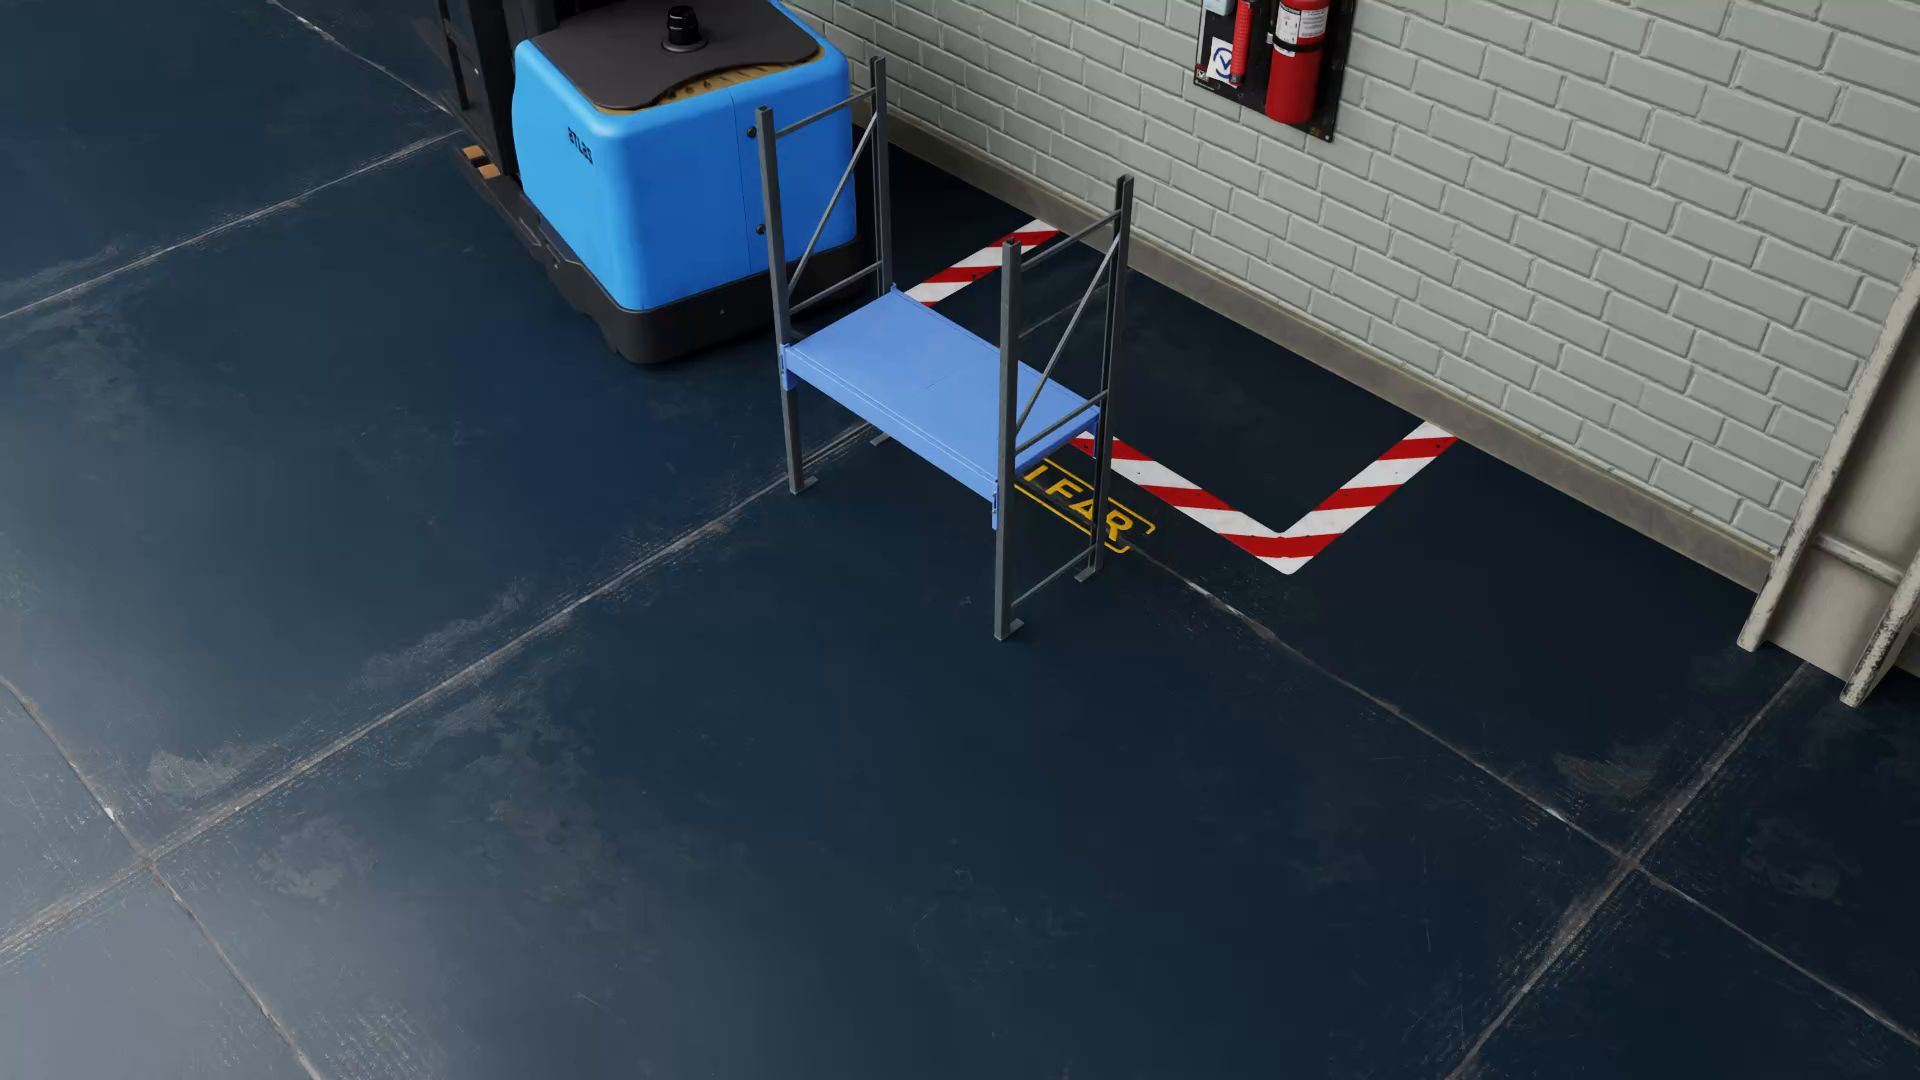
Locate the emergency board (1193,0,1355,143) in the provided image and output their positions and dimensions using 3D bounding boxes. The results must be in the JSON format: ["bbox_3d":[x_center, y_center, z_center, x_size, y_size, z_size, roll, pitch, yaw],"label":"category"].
[{"bbox_3d":[1.044,-1.950,5.650,0.194,1.169,0.643,-34,53,-31],"label":"emergency board"}]

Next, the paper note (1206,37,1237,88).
[{"bbox_3d":[0.967,-1.745,6.077,0.016,0.148,0.142,-34,53,-31],"label":"paper note"}]

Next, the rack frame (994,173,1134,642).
[{"bbox_3d":[0.299,-0.348,5.021,0.500,1.500,0.032,-34,53,-31],"label":"rack frame"}]

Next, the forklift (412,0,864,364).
[{"bbox_3d":[-1.606,-2.726,6.541,1.130,2.935,3.031,-23,48,-23],"label":"forklift"}]

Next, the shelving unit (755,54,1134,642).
[{"bbox_3d":[-0.060,-0.592,5.285,0.538,1.500,1.048,-34,53,-31],"label":"shelving unit"}]

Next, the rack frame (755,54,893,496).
[{"bbox_3d":[-0.419,-0.836,5.550,0.500,1.500,0.032,-34,53,-31],"label":"rack frame"}]

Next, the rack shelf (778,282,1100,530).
[{"bbox_3d":[-0.060,-0.460,5.407,0.538,0.185,1.000,-34,53,-31],"label":"rack shelf"}]
